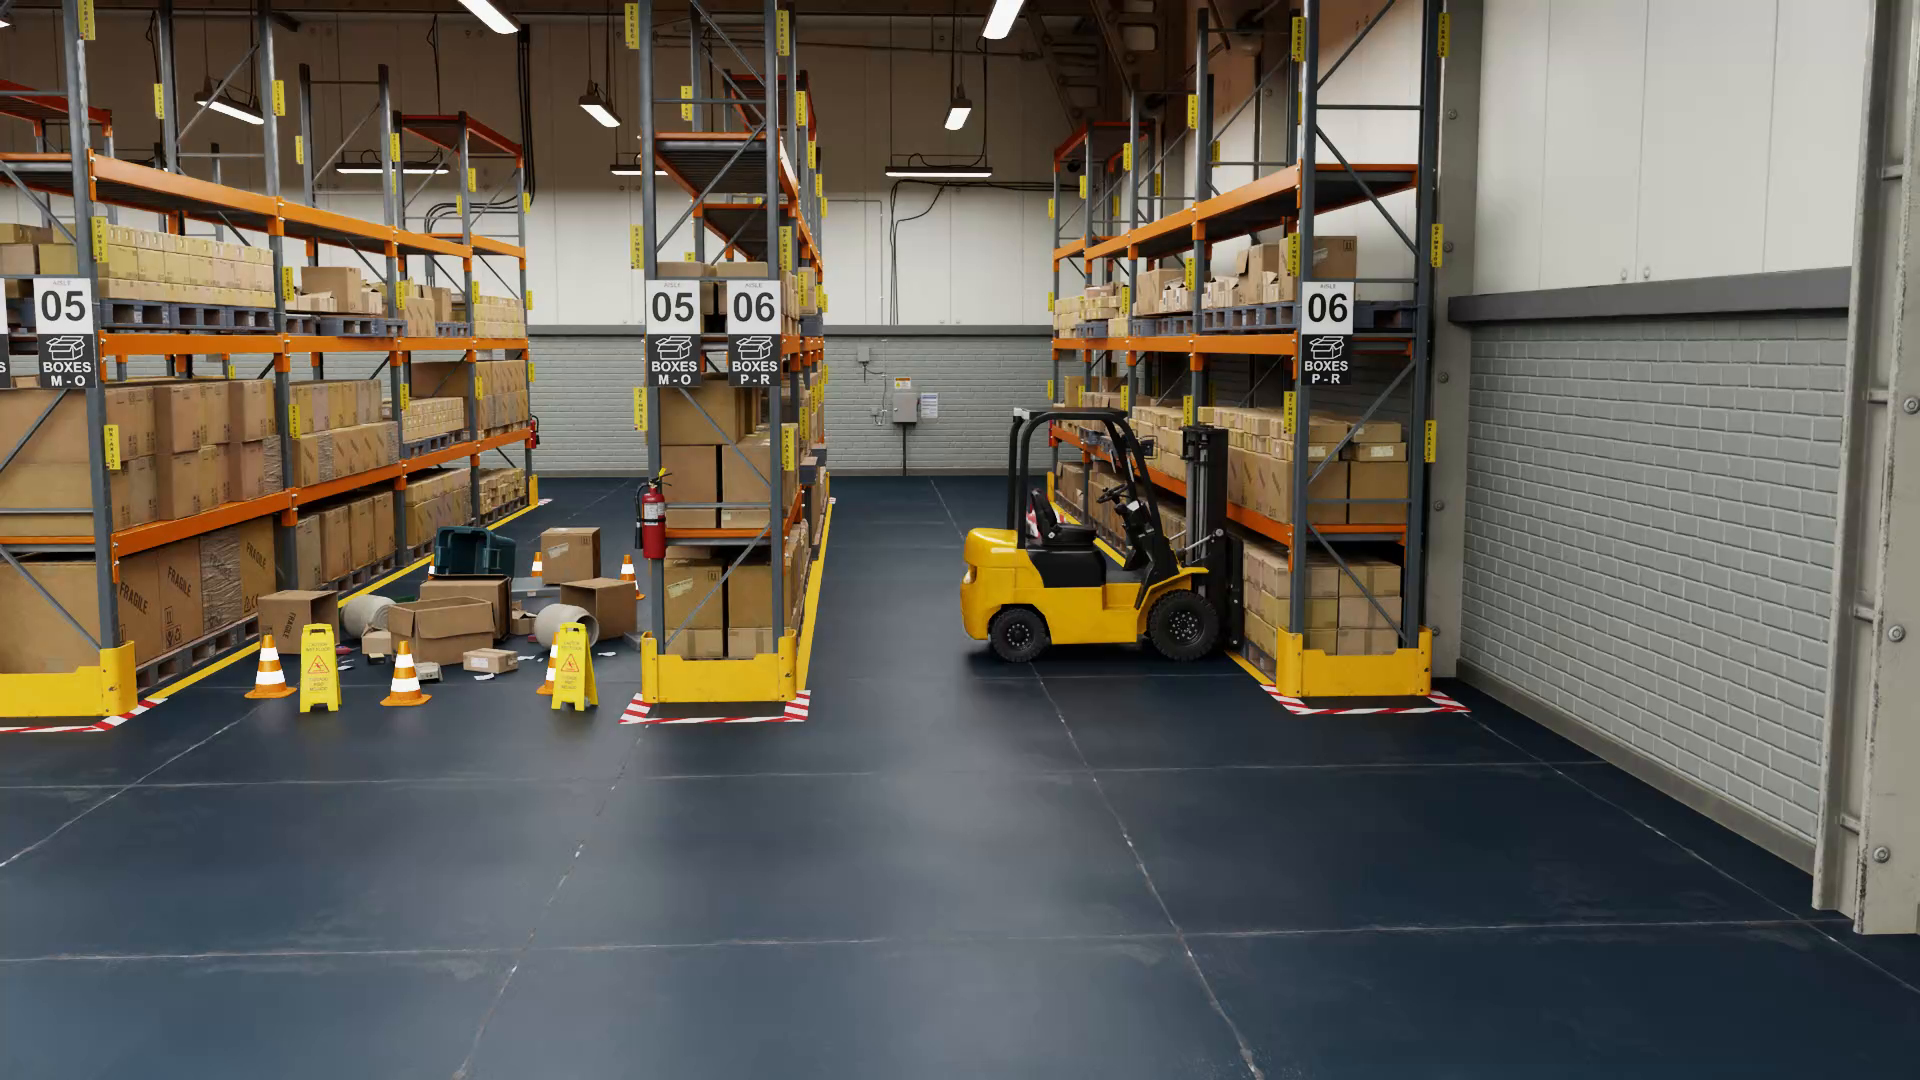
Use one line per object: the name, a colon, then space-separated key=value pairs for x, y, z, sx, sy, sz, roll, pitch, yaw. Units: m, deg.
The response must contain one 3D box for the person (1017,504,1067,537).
person: x=0.868 y=0.173 z=16.959 sx=0.583 sy=1.136 sz=0.854 roll=0 pitch=7 yaw=-4
